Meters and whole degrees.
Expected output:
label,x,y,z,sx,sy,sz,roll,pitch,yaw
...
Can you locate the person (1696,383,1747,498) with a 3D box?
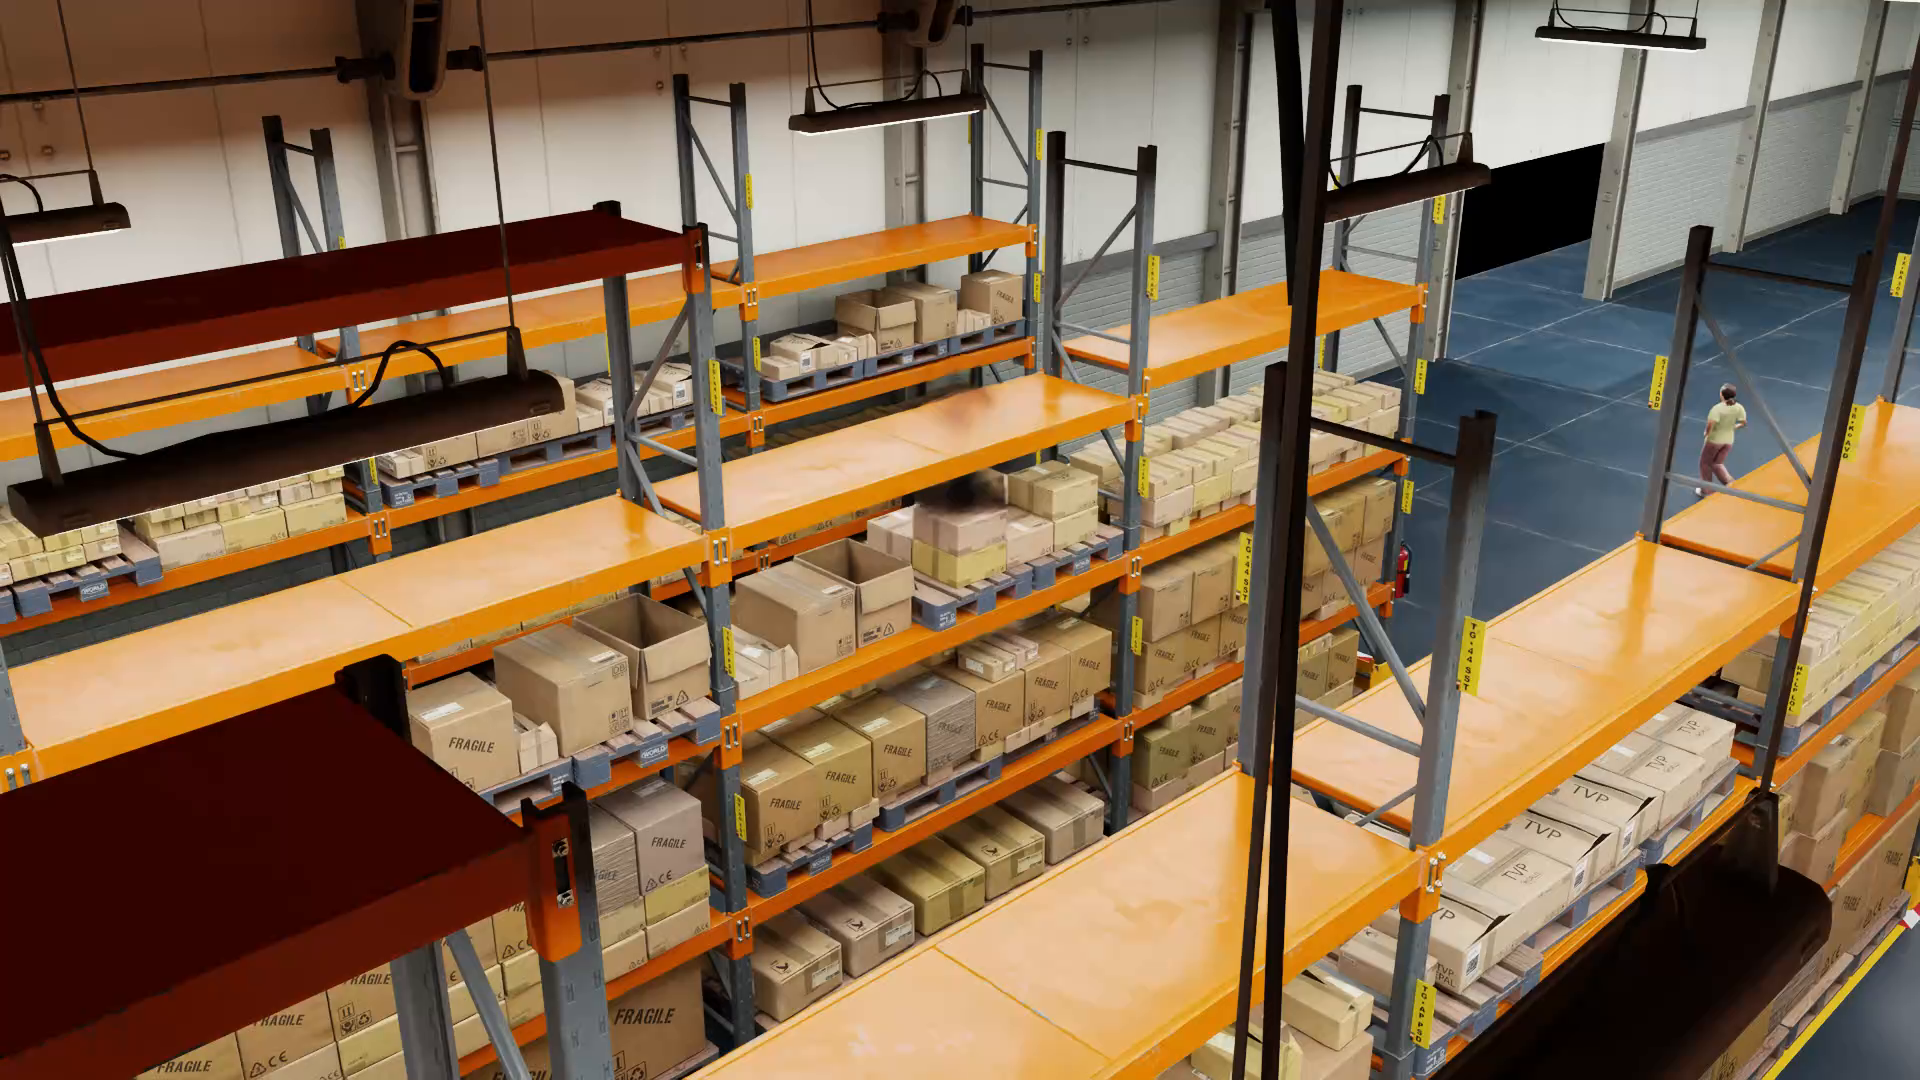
label,x,y,z,sx,sy,sz,roll,pitch,yaw
person,9.954,-1.264,21.771,0.573,1.633,0.721,-3,23,-7
